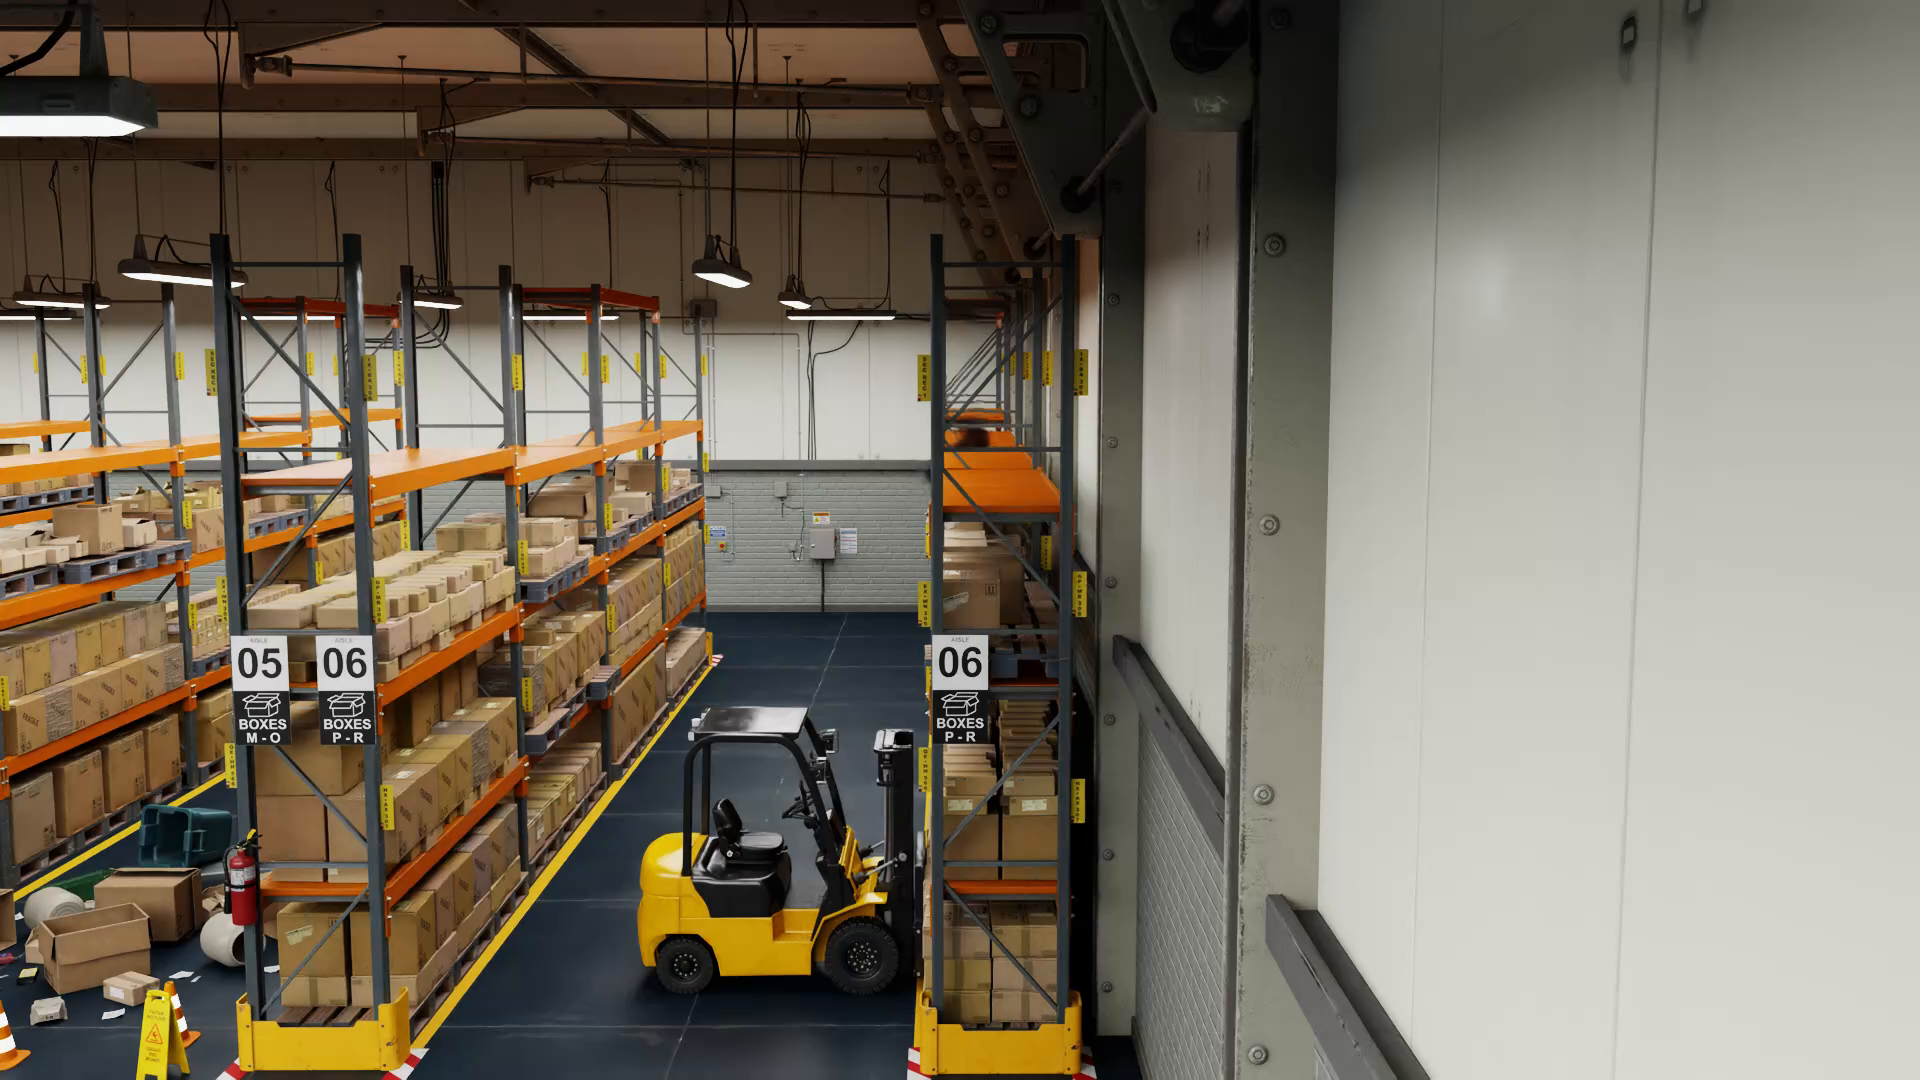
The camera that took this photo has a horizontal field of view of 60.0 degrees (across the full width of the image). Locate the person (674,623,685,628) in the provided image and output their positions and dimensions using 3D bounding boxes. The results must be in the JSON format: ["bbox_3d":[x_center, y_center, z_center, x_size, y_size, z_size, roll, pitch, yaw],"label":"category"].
[{"bbox_3d":[-5.029,1.176,29.277,0.509,1.534,0.513,1,6,12],"label":"person"}]
